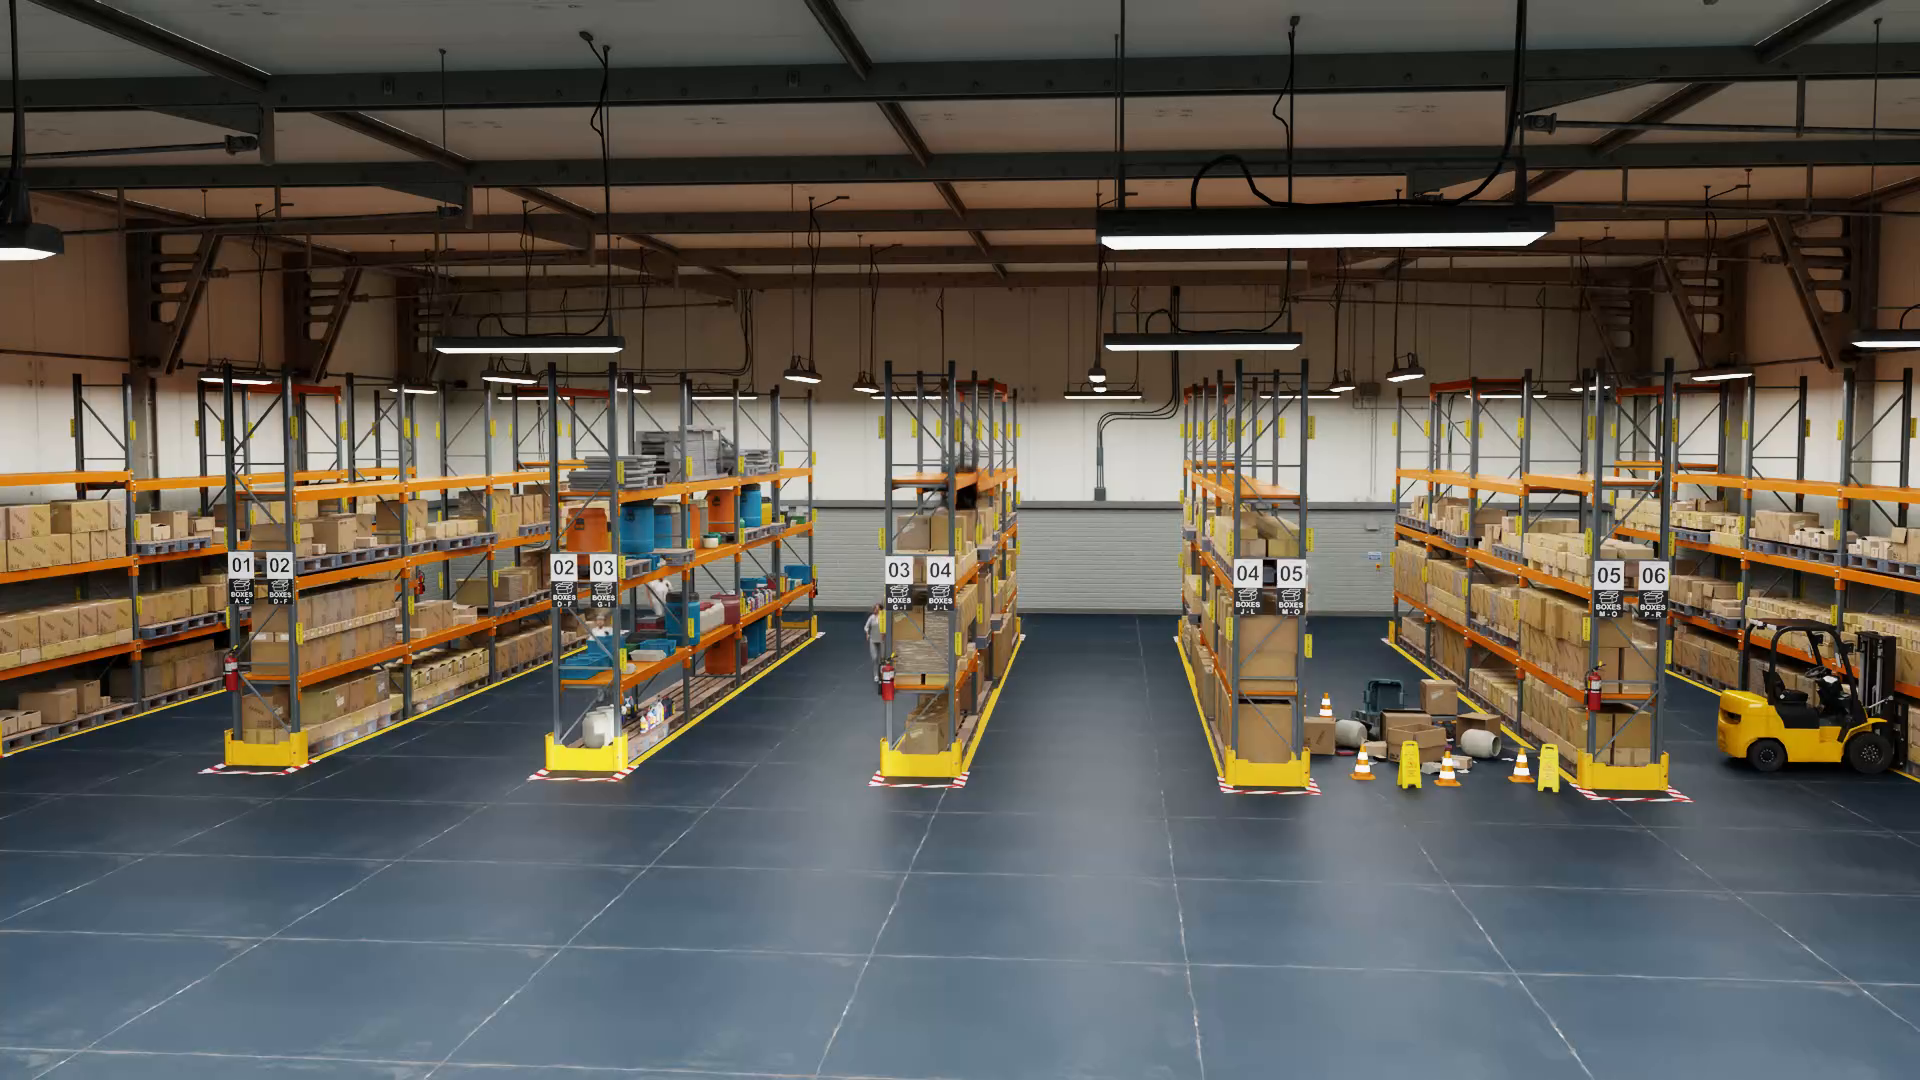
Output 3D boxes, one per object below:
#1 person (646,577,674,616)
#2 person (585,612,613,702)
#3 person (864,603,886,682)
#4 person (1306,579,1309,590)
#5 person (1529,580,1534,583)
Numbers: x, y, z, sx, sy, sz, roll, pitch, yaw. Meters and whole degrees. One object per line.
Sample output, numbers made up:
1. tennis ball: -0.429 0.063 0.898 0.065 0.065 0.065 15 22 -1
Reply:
1. person: -7.235 1.556 40.229 0.645 1.663 0.744 -2 4 -29
2. person: -6.627 2.156 30.718 0.611 1.649 0.548 0 4 -1
3. person: -1.655 2.046 33.308 0.537 1.530 0.594 0 4 1
4. person: 8.187 1.424 40.926 0.677 1.770 0.620 -1 4 -12
5. person: 12.391 1.730 36.263 0.667 1.741 0.638 -1 4 -10
